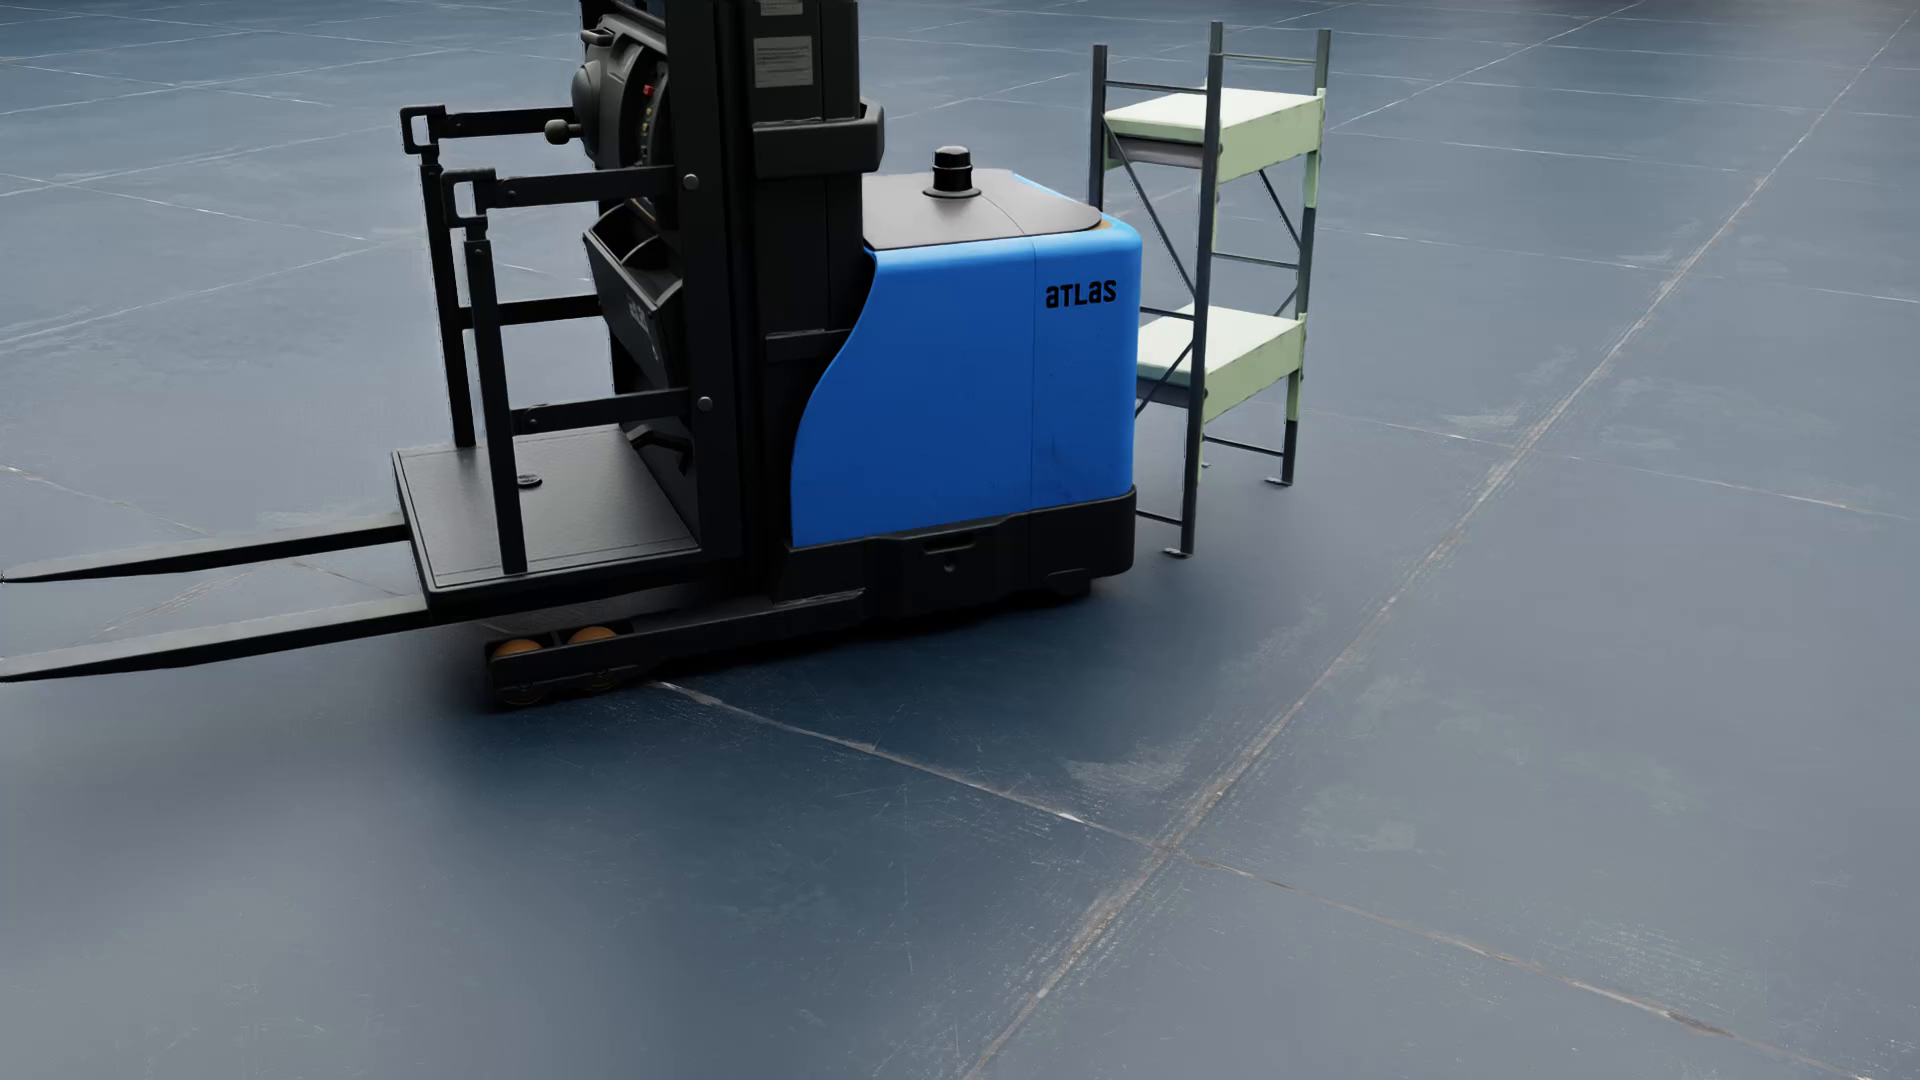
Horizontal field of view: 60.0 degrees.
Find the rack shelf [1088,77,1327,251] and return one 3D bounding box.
[{"bbox_3d":[0.759,-1.158,5.054,0.431,0.370,0.720,15,28,32],"label":"rack shelf"}]

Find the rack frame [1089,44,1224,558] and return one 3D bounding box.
[{"bbox_3d":[0.550,-0.680,4.933,0.400,1.500,0.023,15,28,32],"label":"rack frame"}]

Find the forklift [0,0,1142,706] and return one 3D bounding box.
[{"bbox_3d":[-1.055,-1.158,4.235,3.031,2.935,1.130,-9,25,-20],"label":"forklift"}]

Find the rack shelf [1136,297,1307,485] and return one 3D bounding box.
[{"bbox_3d":[0.759,-0.500,5.339,0.431,0.370,0.720,15,28,32],"label":"rack shelf"}]

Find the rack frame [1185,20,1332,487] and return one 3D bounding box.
[{"bbox_3d":[0.968,-0.919,5.485,0.400,1.500,0.023,15,28,32],"label":"rack frame"}]

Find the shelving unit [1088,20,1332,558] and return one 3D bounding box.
[{"bbox_3d":[0.759,-0.800,5.209,0.431,1.500,0.755,15,28,32],"label":"shelving unit"}]
